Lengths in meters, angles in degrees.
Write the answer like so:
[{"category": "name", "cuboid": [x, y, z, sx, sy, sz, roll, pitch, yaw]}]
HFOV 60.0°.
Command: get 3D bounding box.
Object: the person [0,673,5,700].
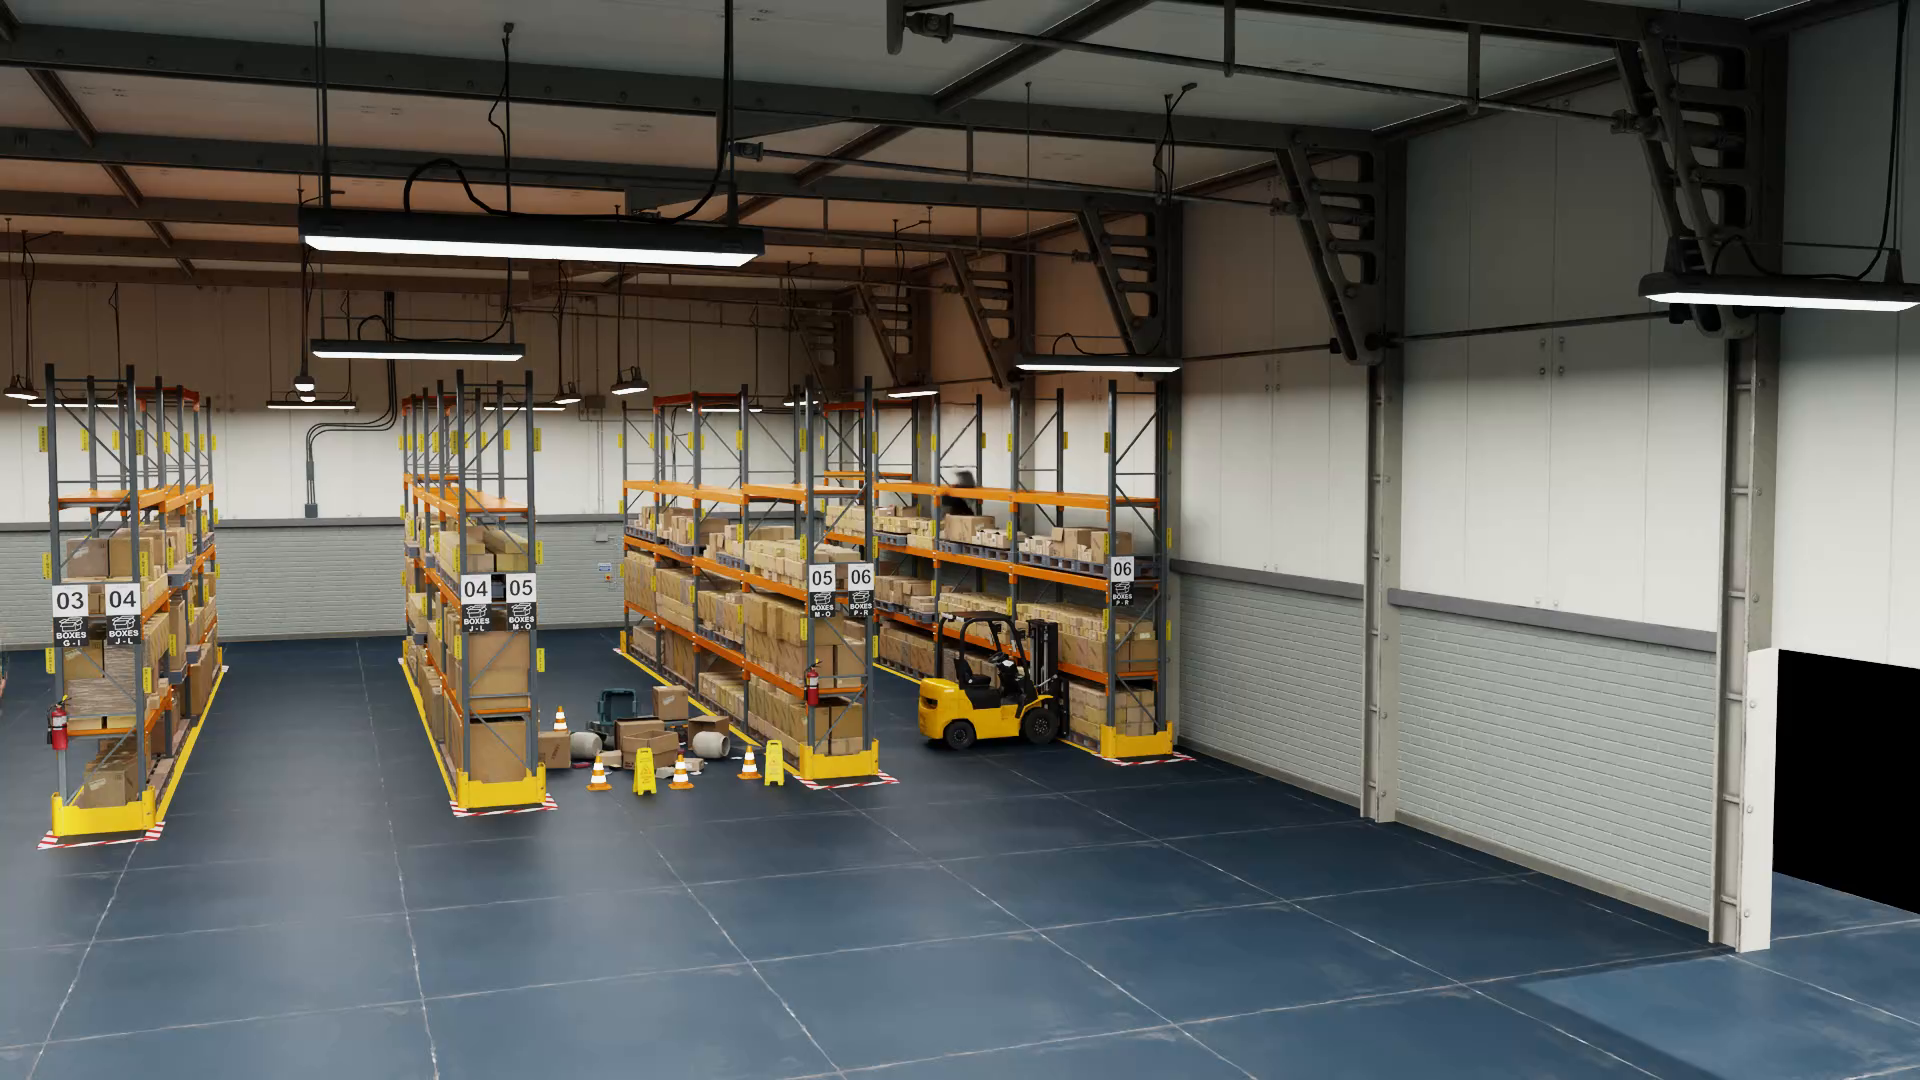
[{"category": "person", "cuboid": [-15.672, 2.626, 26.708, 0.593, 1.635, 0.894, -2, 4, -29]}]
